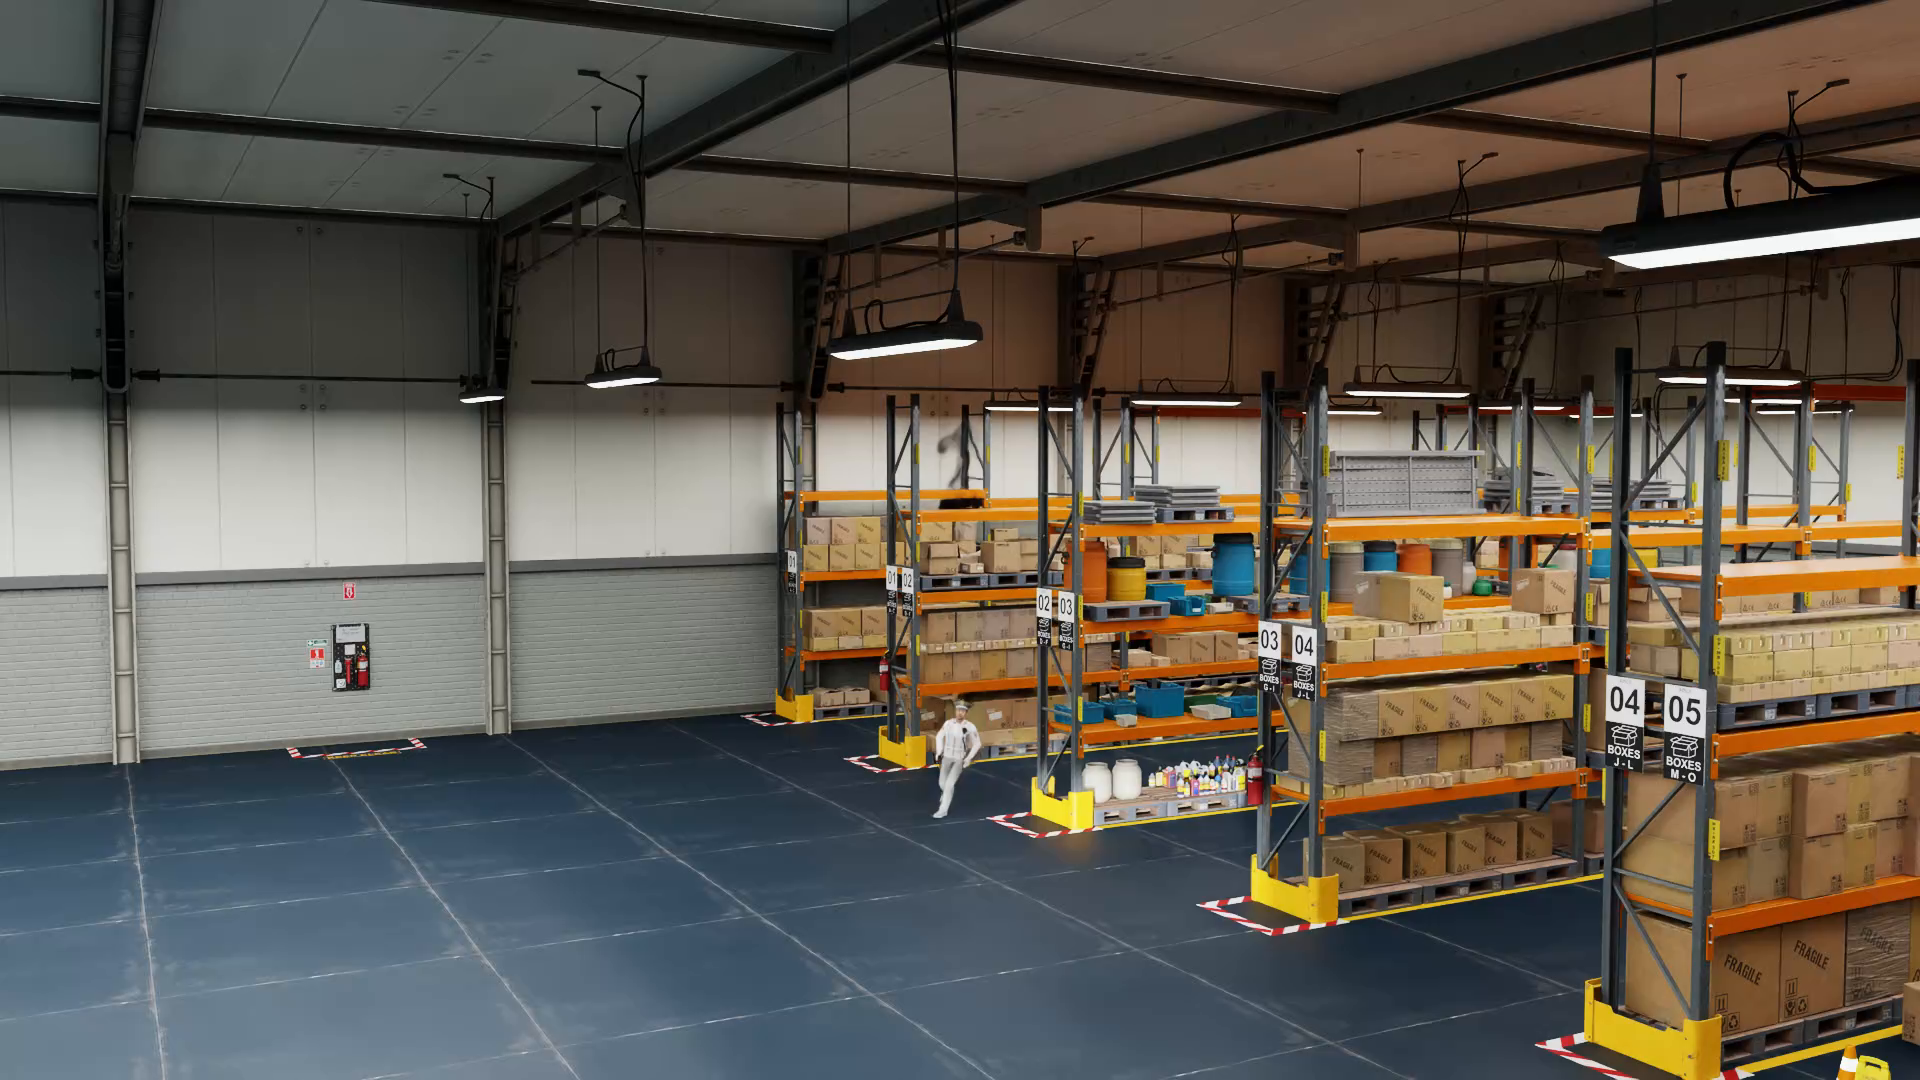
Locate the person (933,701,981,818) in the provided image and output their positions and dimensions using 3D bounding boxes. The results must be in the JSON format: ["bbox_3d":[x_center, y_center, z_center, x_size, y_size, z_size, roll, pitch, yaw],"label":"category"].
[{"bbox_3d":[-0.035,3.039,23.188,0.658,1.623,0.588,1,3,16],"label":"person"}]
